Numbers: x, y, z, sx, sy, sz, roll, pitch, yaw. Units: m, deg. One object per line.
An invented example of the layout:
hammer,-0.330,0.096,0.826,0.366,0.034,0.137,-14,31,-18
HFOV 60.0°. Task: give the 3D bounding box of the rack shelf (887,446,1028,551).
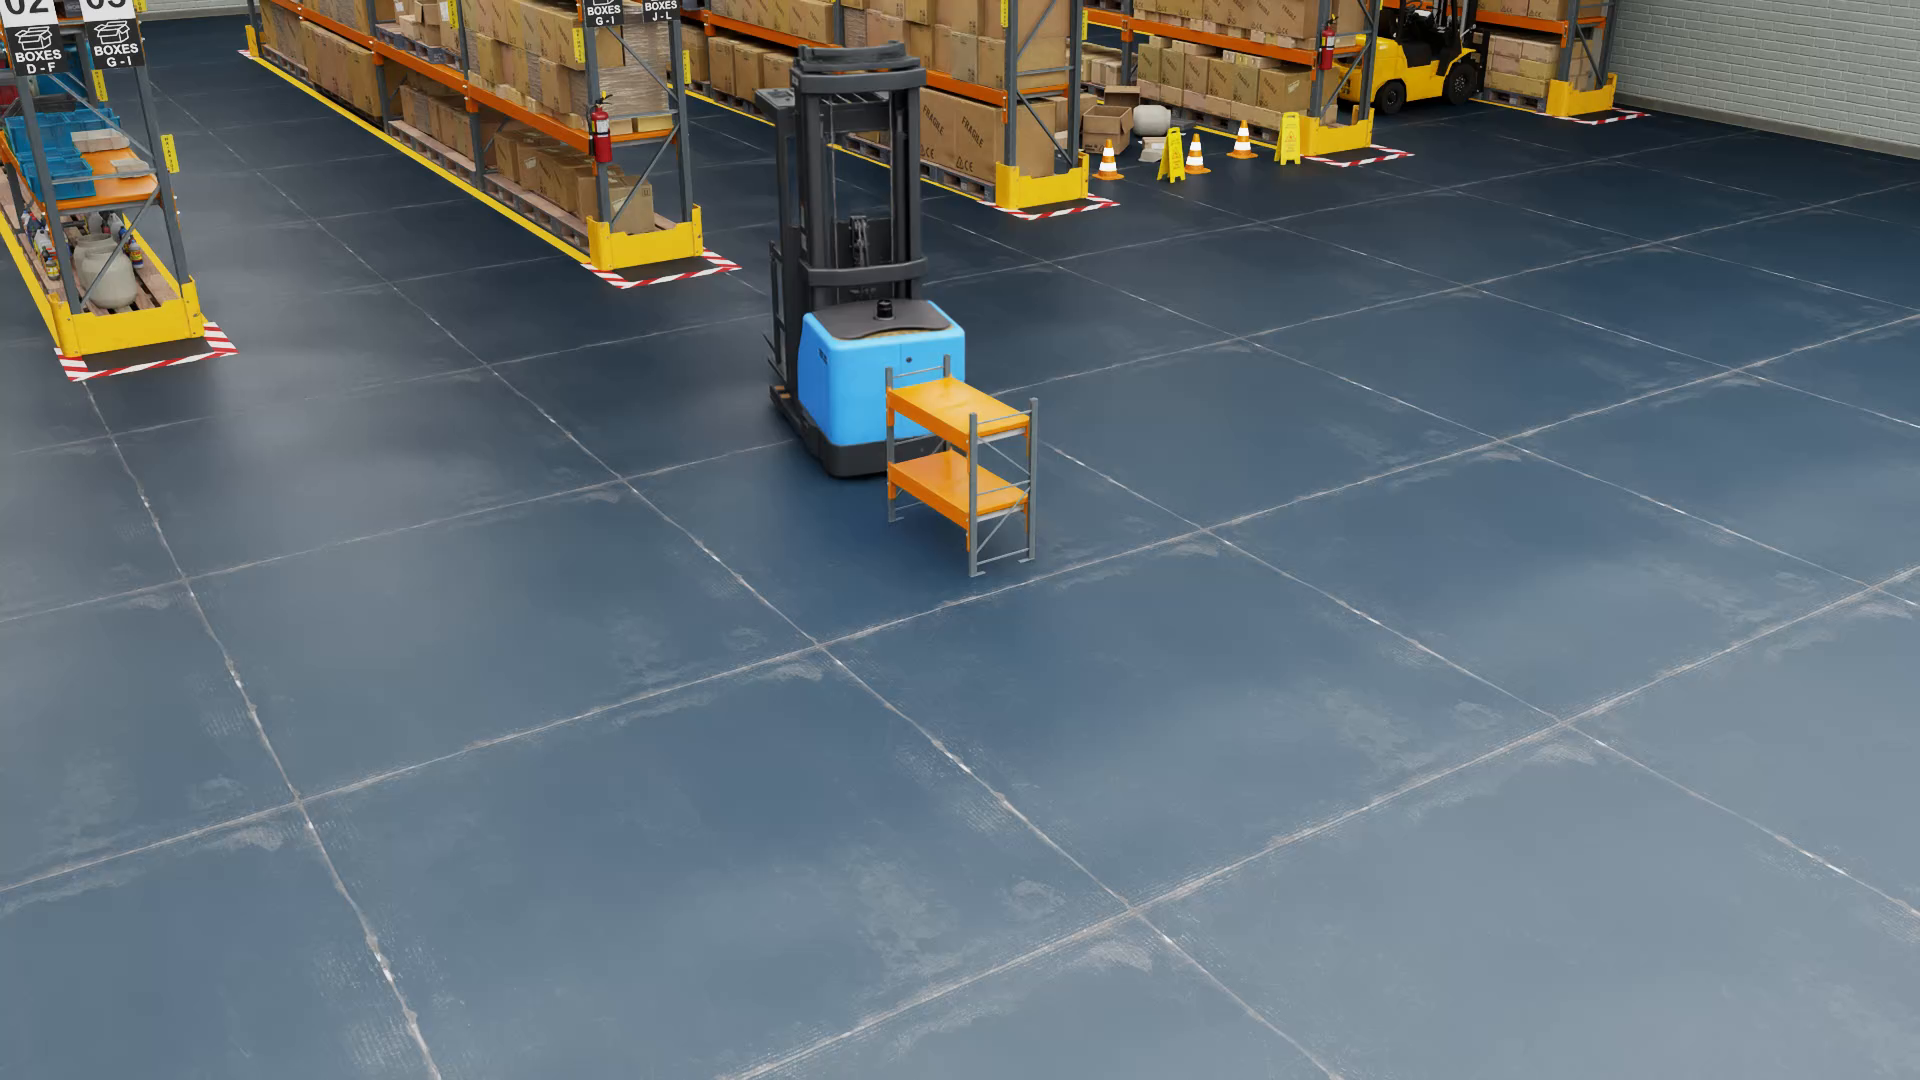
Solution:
rack shelf,-0.004,-0.290,11.119,0.538,0.278,1.000,-16,29,-30

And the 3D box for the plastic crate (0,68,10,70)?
plastic crate,-10.443,-4.881,18.094,0.392,0.384,0.575,-16,29,-30

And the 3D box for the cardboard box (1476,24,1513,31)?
cardboard box,8.295,-7.916,26.062,0.500,0.250,0.500,-16,30,-31

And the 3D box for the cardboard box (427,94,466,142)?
cardboard box,-6.603,-5.588,21.986,0.700,0.500,0.500,-13,28,-25

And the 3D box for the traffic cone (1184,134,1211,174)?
traffic cone,2.996,-4.925,21.140,0.336,0.463,0.334,-16,29,-30

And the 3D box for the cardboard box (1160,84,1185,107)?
cardboard box,3.269,-6.514,24.264,0.500,0.250,0.500,-14,29,-27

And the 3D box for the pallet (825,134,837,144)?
pallet,-1.704,-5.837,23.368,1.003,0.211,1.213,-16,29,-30

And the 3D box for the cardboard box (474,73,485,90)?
cardboard box,-5.440,-5.367,19.400,0.380,0.149,0.250,-16,29,-30

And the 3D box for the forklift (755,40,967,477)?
forklift,-0.911,-2.390,12.880,1.130,2.935,3.031,-8,27,-17

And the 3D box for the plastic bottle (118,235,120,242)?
plastic bottle,-8.534,-3.057,16.975,0.097,0.201,0.097,0,25,0

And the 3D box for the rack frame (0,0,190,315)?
rack frame,-7.397,-3.135,14.378,1.000,3.000,0.127,-16,29,-30

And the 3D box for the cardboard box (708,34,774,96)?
cardboard box,-3.146,-7.204,25.141,1.050,0.750,0.750,-16,30,-30

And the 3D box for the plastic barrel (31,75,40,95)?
plastic barrel,-9.919,-5.021,18.212,0.433,0.535,0.433,0,25,0

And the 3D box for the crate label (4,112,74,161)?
crate label,-8.628,-3.747,15.631,0.502,0.435,0.616,-16,29,-30

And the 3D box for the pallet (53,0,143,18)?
pallet,-7.767,-4.725,14.453,1.003,0.211,1.213,-16,29,-30

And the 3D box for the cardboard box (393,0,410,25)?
cardboard box,-7.286,-7.202,22.384,0.500,0.500,0.500,-20,32,-36

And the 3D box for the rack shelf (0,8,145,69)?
rack shelf,-8.489,-4.882,15.406,1.077,0.370,4.000,-16,29,-30

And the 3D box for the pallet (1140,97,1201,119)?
pallet,3.269,-6.537,24.849,1.003,0.211,1.213,-16,29,-30

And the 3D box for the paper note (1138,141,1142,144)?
paper note,2.534,-5.464,22.802,0.148,0.019,0.142,-6,26,-12

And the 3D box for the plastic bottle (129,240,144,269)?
plastic bottle,-8.126,-2.822,16.394,0.097,0.271,0.097,0,25,0

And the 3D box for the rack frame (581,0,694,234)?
rack frame,-3.247,-4.289,16.823,1.000,3.000,0.127,-16,29,-30

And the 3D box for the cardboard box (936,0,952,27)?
cardboard box,0.224,-6.514,20.095,0.875,0.550,0.550,-16,29,-30

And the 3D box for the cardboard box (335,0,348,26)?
cardboard box,-8.645,-7.680,23.887,0.500,0.500,0.500,-17,30,-31

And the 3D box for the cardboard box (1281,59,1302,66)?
cardboard box,4.545,-6.432,23.212,0.500,0.500,0.500,-17,30,-31

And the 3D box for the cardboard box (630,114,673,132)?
cardboard box,-3.203,-4.333,17.210,0.380,0.149,0.250,-16,29,-30

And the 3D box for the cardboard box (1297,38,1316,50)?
cardboard box,4.673,-6.569,21.946,0.380,0.149,0.250,-14,29,-28

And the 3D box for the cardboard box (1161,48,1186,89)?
cardboard box,3.270,-6.853,24.103,0.500,0.500,0.500,-14,29,-28

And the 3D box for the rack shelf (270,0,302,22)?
rack shelf,-10.890,-8.972,27.584,1.077,0.370,4.000,-16,29,-30

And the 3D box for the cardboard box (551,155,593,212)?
cardboard box,-4.255,-4.010,18.668,0.500,0.500,0.500,-13,28,-25

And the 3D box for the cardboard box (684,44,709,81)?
cardboard box,-3.982,-7.505,26.070,0.500,0.500,0.500,-16,29,-30

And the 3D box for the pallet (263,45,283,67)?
pallet,-11.479,-8.484,28.974,1.003,0.211,1.213,-16,29,-30

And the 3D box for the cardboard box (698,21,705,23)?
cardboard box,-3.854,-8.154,26.566,0.500,0.250,0.500,-16,30,-30

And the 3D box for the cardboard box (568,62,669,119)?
cardboard box,-3.524,-4.672,17.168,0.875,0.500,0.500,-16,29,-30

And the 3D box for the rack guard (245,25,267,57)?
rack guard,-11.995,-8.891,29.497,1.175,0.500,0.348,-16,29,-30

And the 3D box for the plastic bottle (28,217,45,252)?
plastic bottle,-9.385,-3.114,16.920,0.144,0.351,0.185,-17,30,-32

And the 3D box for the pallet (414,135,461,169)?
pallet,-6.527,-5.174,21.963,1.003,0.211,1.213,-16,29,-30

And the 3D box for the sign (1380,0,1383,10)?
sign,5.511,-7.117,21.798,0.100,0.325,0.005,-16,29,-30

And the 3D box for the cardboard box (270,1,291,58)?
cardboard box,-11.068,-8.706,28.174,0.875,0.875,0.875,-16,29,-30

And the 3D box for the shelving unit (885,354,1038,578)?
shelving unit,-0.004,-0.511,11.015,0.538,1.125,1.048,-16,29,-30

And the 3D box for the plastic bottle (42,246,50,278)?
plastic bottle,-8.846,-2.698,16.118,0.061,0.283,0.133,-15,29,-28

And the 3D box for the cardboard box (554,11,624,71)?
cardboard box,-3.754,-5.061,16.819,0.500,0.500,0.500,-16,29,-30

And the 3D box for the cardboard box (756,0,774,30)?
cardboard box,-2.560,-7.552,23.617,0.500,0.500,0.500,-16,30,-30

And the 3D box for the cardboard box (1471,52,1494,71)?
cardboard box,8.121,-7.393,25.539,0.500,0.250,0.500,-16,30,-31

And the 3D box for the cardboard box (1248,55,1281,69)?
cardboard box,4.144,-6.519,22.637,0.380,0.149,0.250,-15,29,-28

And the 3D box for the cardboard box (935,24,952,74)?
cardboard box,0.204,-6.020,20.314,0.875,0.550,0.550,-16,29,-30

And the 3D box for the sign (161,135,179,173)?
sign,-6.934,-3.387,14.587,0.100,0.325,0.005,-16,29,-30

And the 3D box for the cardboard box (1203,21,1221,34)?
cardboard box,3.627,-7.185,23.251,0.380,0.149,0.250,-16,29,-30

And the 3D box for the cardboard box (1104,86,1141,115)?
cardboard box,2.317,-6.200,23.795,0.500,0.500,0.500,3,25,6

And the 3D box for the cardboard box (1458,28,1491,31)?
cardboard box,7.862,-7.790,25.796,0.500,0.250,0.500,-16,30,-31

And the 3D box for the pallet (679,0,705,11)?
pallet,-3.882,-8.414,25.784,1.213,0.211,1.003,-16,29,-30

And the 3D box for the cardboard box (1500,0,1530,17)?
cardboard box,8.449,-8.105,24.788,0.500,0.500,0.500,-15,29,-28

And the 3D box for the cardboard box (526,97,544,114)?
cardboard box,-4.482,-4.742,18.075,0.380,0.149,0.250,-16,29,-30

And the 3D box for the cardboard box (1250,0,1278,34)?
cardboard box,4.259,-7.089,22.287,0.500,0.500,0.500,-15,29,-29

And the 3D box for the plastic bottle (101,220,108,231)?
plastic bottle,-8.778,-3.156,17.088,0.061,0.283,0.133,-16,29,-30
